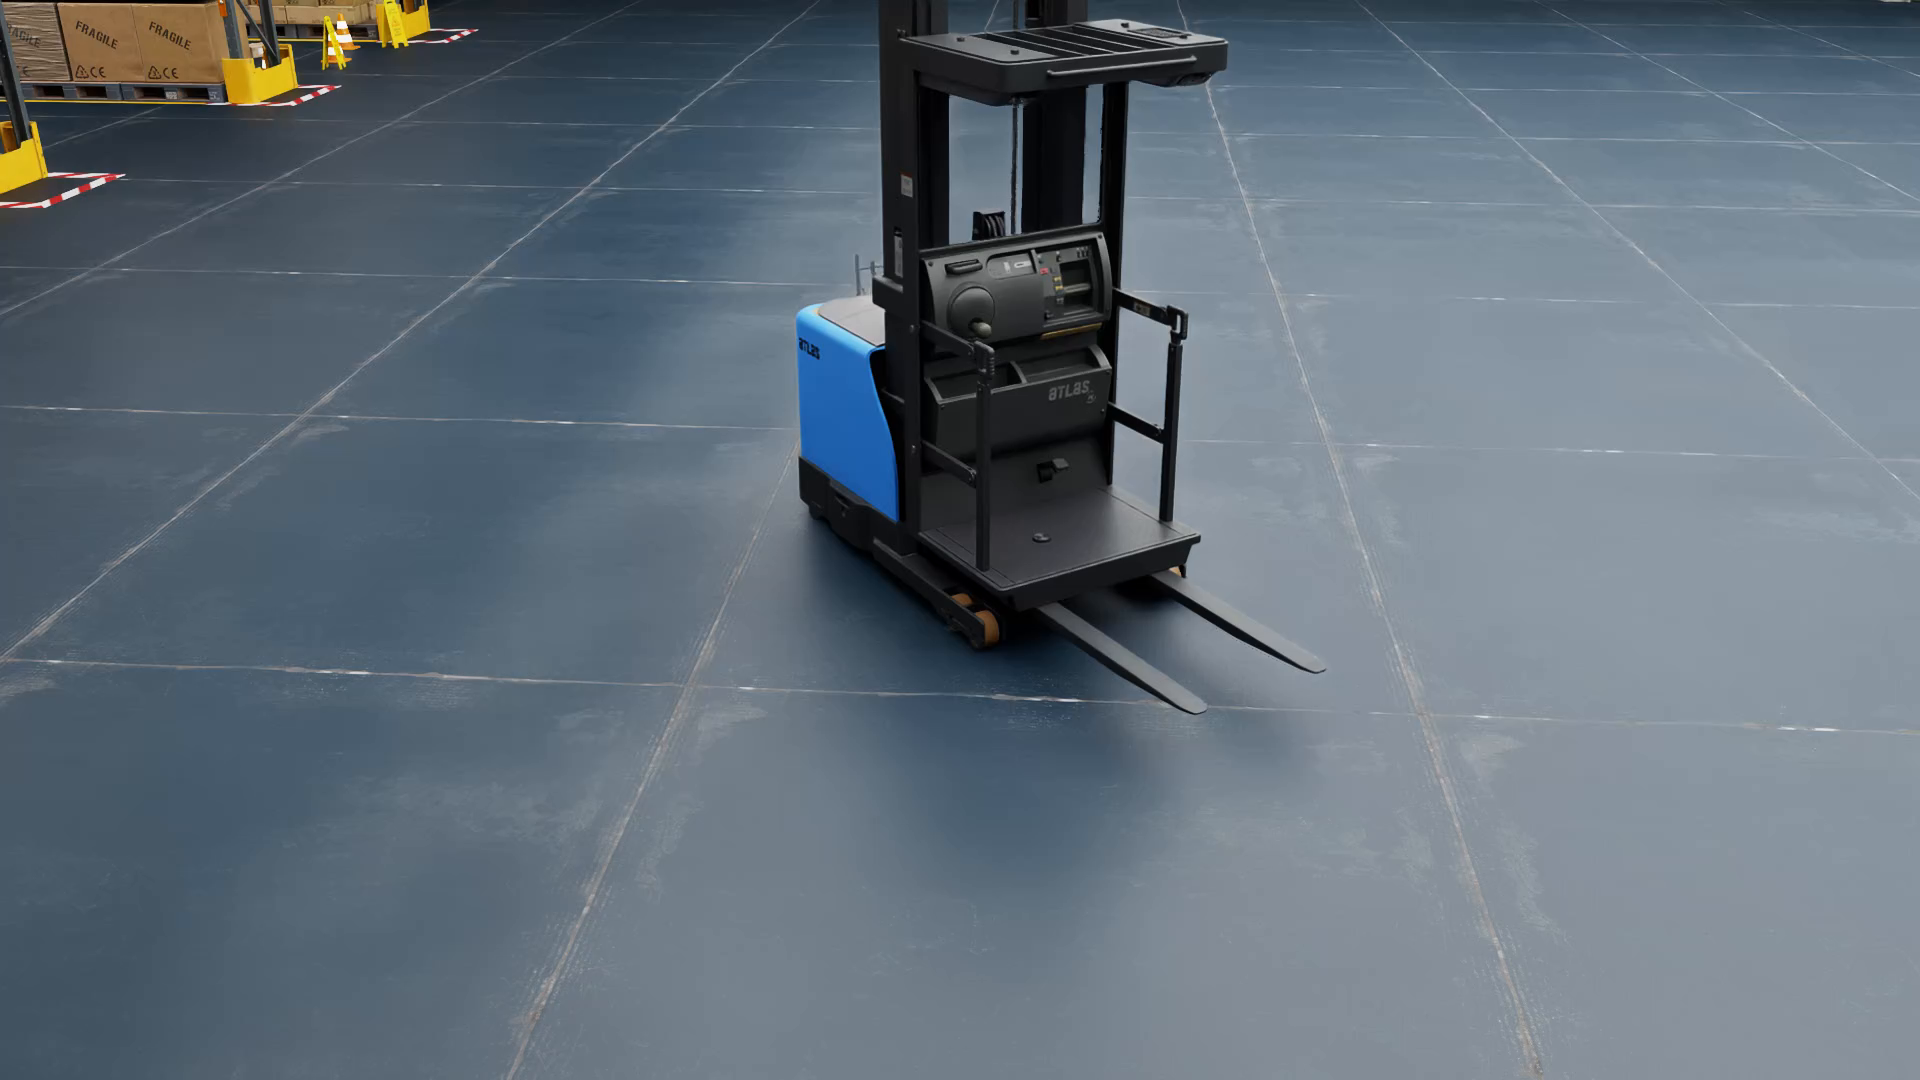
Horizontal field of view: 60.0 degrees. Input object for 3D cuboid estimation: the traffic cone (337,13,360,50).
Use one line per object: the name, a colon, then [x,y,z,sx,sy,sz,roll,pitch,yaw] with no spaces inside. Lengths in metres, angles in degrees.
traffic cone: [-8.526,-7.034,22.982,0.334,0.463,0.336,2,25,4]

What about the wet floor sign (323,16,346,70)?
wet floor sign: [-8.097,-6.398,21.384,0.232,0.644,0.267,-2,25,-5]

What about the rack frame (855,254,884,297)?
rack frame: [-0.422,-0.942,8.863,0.240,1.200,0.006,-13,25,-26]

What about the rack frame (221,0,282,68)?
rack frame: [-8.277,-6.644,19.100,0.127,3.000,1.000,2,25,4]

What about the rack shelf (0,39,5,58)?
rack shelf: [-10.752,-4.317,14.904,4.000,0.370,1.077,2,25,4]

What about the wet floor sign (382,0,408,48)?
wet floor sign: [-7.891,-7.188,23.100,0.232,0.644,0.267,11,27,22]

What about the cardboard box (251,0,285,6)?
cardboard box: [-9.841,-7.944,23.815,0.500,0.500,0.500,1,25,3]

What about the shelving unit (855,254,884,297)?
shelving unit: [-0.378,-0.913,8.788,0.258,1.200,0.189,-13,25,-26]

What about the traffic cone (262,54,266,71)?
traffic cone: [-8.698,-6.100,20.953,0.334,0.463,0.336,2,25,4]

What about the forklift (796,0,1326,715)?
forklift: [0.378,-1.082,7.095,1.130,2.935,3.031,-14,28,-29]

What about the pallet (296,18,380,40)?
pallet: [-8.882,-7.486,24.267,1.213,0.211,1.003,2,25,4]

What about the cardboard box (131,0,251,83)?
cardboard box: [-8.958,-5.863,19.444,0.875,0.875,0.875,2,25,4]

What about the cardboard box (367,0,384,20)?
cardboard box: [-8.782,-7.793,24.384,0.500,0.250,0.500,2,25,4]

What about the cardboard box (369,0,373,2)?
cardboard box: [-8.806,-8.134,24.229,0.500,0.500,0.500,1,25,2]

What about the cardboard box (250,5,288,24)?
cardboard box: [-9.863,-7.600,23.965,0.500,0.250,0.500,1,25,2]

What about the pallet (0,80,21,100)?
pallet: [-11.513,-5.448,19.837,1.213,0.211,1.003,2,25,4]

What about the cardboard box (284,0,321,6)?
cardboard box: [-9.338,-7.925,23.774,0.500,0.500,0.500,3,25,6]

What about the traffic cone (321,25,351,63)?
traffic cone: [-8.272,-6.560,21.953,0.334,0.463,0.336,2,25,4]

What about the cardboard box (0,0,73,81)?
cardboard box: [-10.744,-5.921,19.568,0.875,0.875,0.875,2,25,4]

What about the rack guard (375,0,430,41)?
rack guard: [-8.075,-7.577,24.118,0.348,0.500,1.175,2,25,4]

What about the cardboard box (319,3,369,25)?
cardboard box: [-8.849,-7.566,23.892,0.500,0.250,0.500,2,25,4]

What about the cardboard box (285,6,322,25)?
cardboard box: [-9.341,-7.585,23.933,0.500,0.250,0.500,2,25,4]

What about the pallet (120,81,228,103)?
pallet: [-9.080,-5.370,19.668,1.213,0.211,1.003,2,25,4]

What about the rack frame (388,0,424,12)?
rack frame: [-7.999,-8.710,23.591,0.127,3.000,1.000,2,25,4]

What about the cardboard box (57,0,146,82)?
cardboard box: [-9.836,-5.891,19.503,0.875,0.875,0.875,1,25,3]

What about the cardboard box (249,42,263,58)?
cardboard box: [-9.460,-6.615,22.448,0.250,0.149,0.380,16,29,31]

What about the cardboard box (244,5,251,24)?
cardboard box: [-10.357,-7.620,24.009,0.500,0.250,0.500,2,25,3]

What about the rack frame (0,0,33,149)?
rack frame: [-8.757,-4.580,14.614,0.127,3.000,1.000,2,25,4]

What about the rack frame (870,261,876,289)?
rack frame: [-0.335,-0.883,8.714,0.240,1.200,0.006,-13,25,-26]

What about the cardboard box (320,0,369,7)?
cardboard box: [-8.818,-7.909,23.740,0.500,0.500,0.500,2,25,4]

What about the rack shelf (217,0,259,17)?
rack shelf: [-10.271,-6.381,19.389,4.000,0.370,1.077,2,25,4]

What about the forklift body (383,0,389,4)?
forklift body: [-9.653,-9.694,26.744,1.214,2.155,2.313,2,25,4]

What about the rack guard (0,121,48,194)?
rack guard: [-8.833,-3.447,15.142,0.348,0.500,1.175,2,25,4]

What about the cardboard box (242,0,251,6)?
cardboard box: [-10.368,-7.959,23.849,0.500,0.500,0.500,3,25,7]

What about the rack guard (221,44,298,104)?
rack guard: [-8.253,-5.507,19.621,0.348,0.500,1.175,2,25,4]

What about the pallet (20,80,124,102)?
pallet: [-10.293,-5.410,19.755,1.213,0.211,1.003,2,25,4]

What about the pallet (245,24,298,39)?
pallet: [-10.095,-7.527,24.355,1.213,0.211,1.003,2,25,4]
